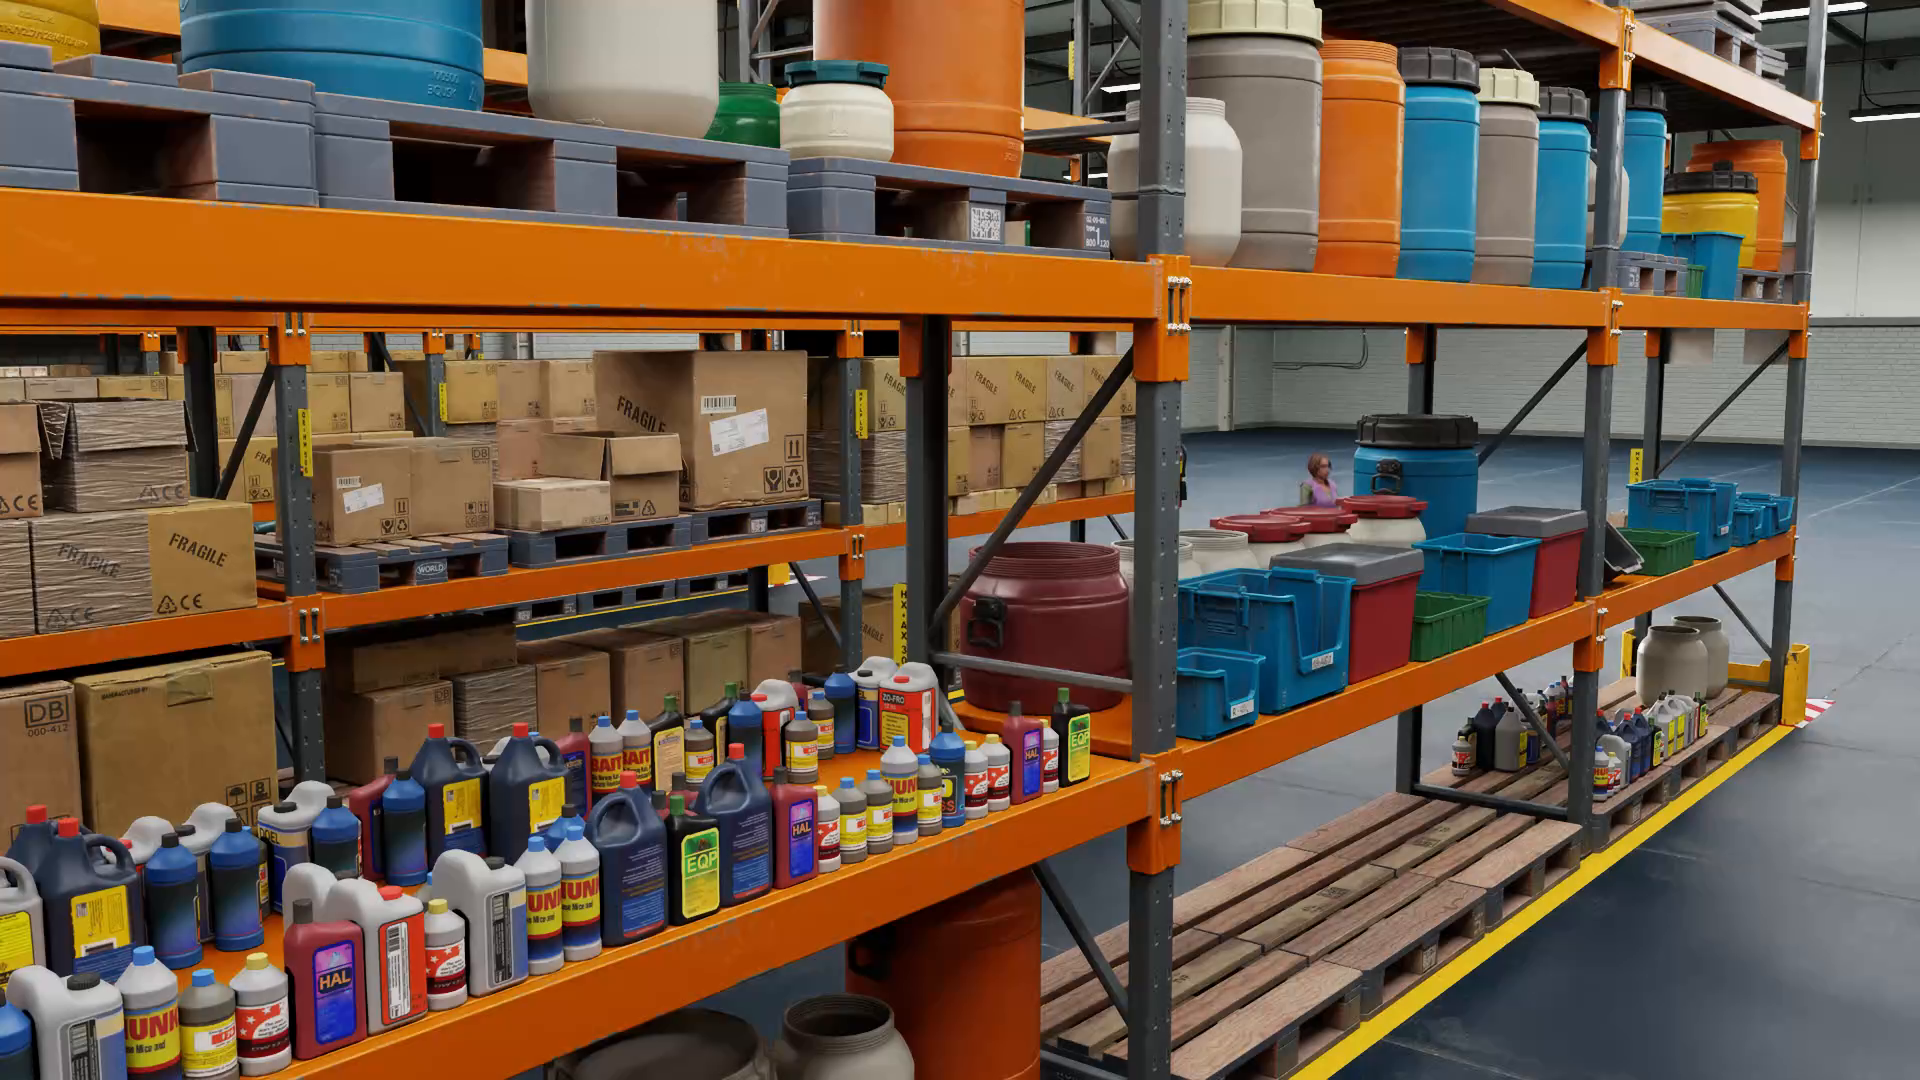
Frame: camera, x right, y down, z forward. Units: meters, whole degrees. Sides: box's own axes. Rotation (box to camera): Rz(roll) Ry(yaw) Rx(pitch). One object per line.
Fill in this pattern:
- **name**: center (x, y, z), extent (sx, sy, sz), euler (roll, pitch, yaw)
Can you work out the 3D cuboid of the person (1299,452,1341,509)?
- **person**: center (3.121, 0.027, 14.431), extent (0.464, 1.588, 0.457), euler (-3, 8, -24)
